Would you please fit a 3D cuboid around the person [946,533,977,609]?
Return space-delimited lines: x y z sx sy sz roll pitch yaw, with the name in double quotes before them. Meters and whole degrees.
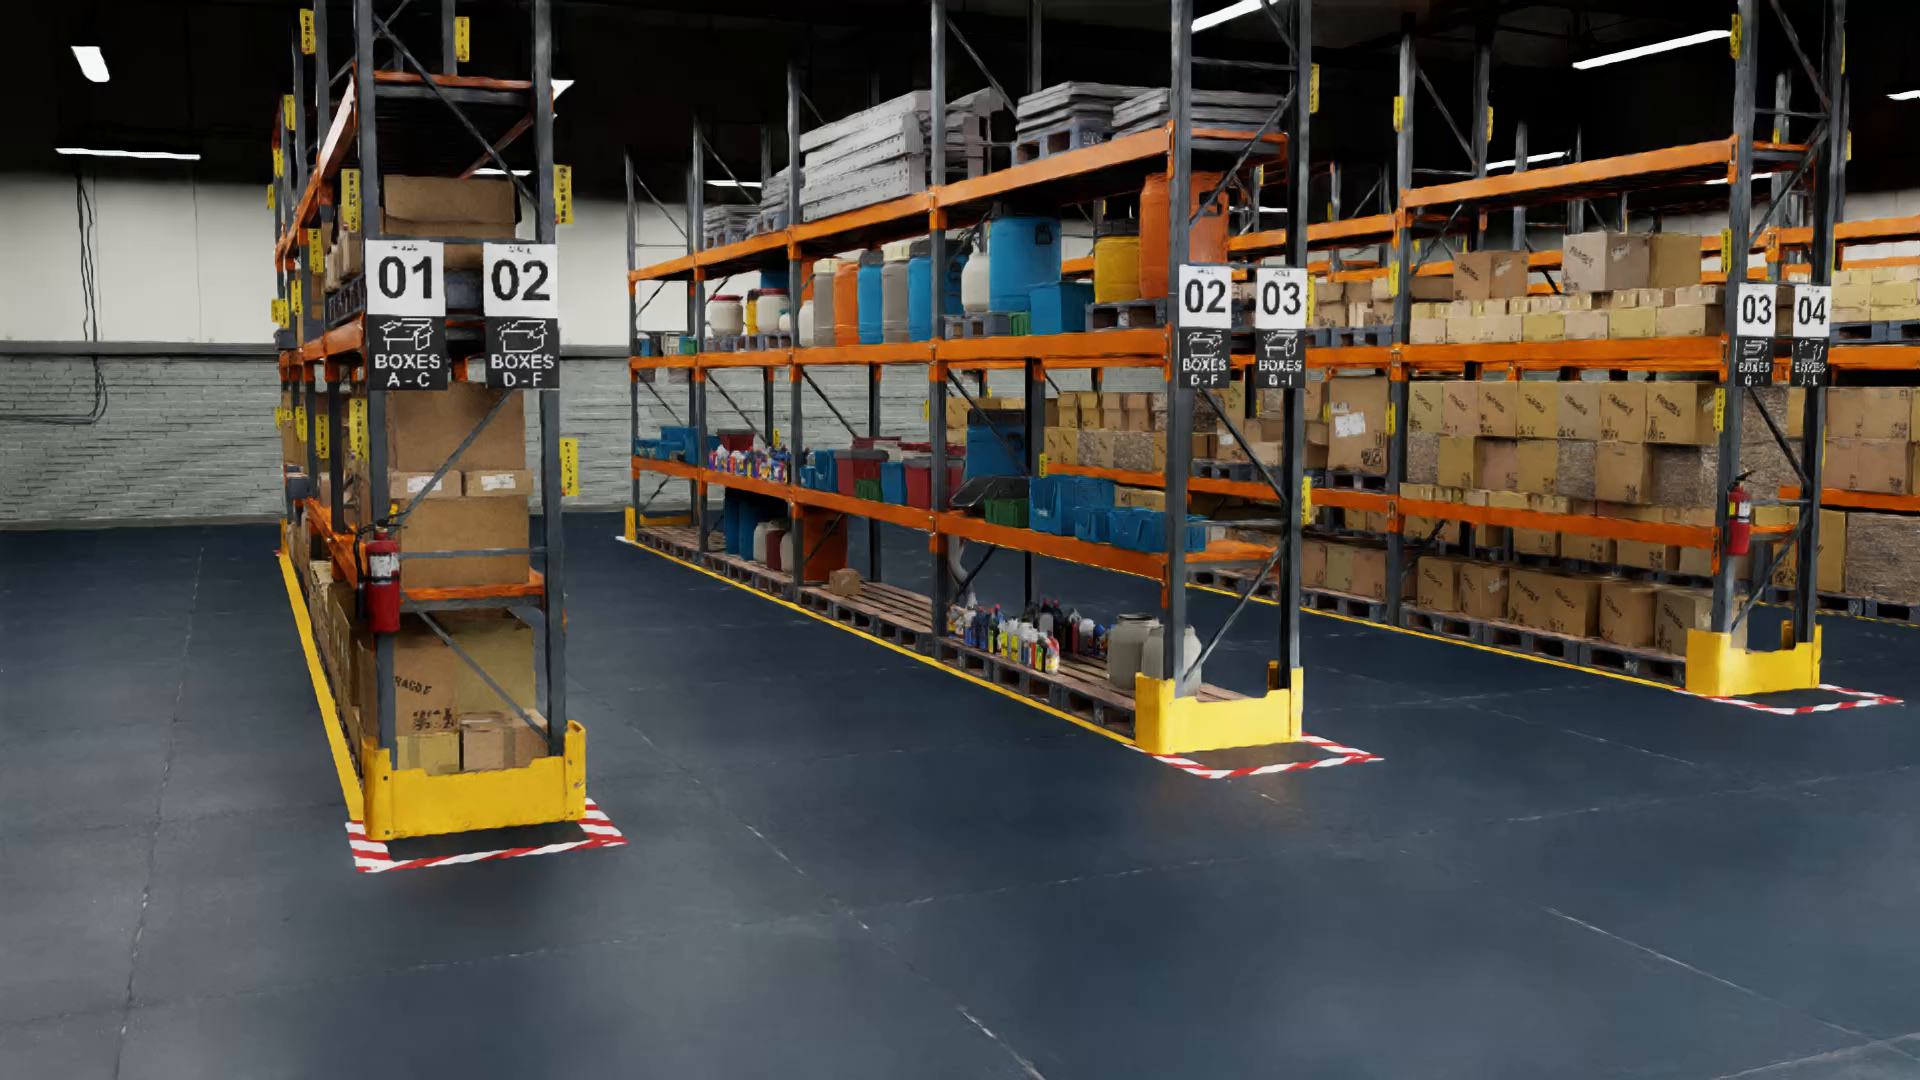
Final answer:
"person" -0.054 -0.084 17.664 0.419 1.677 0.507 -4 7 -34
